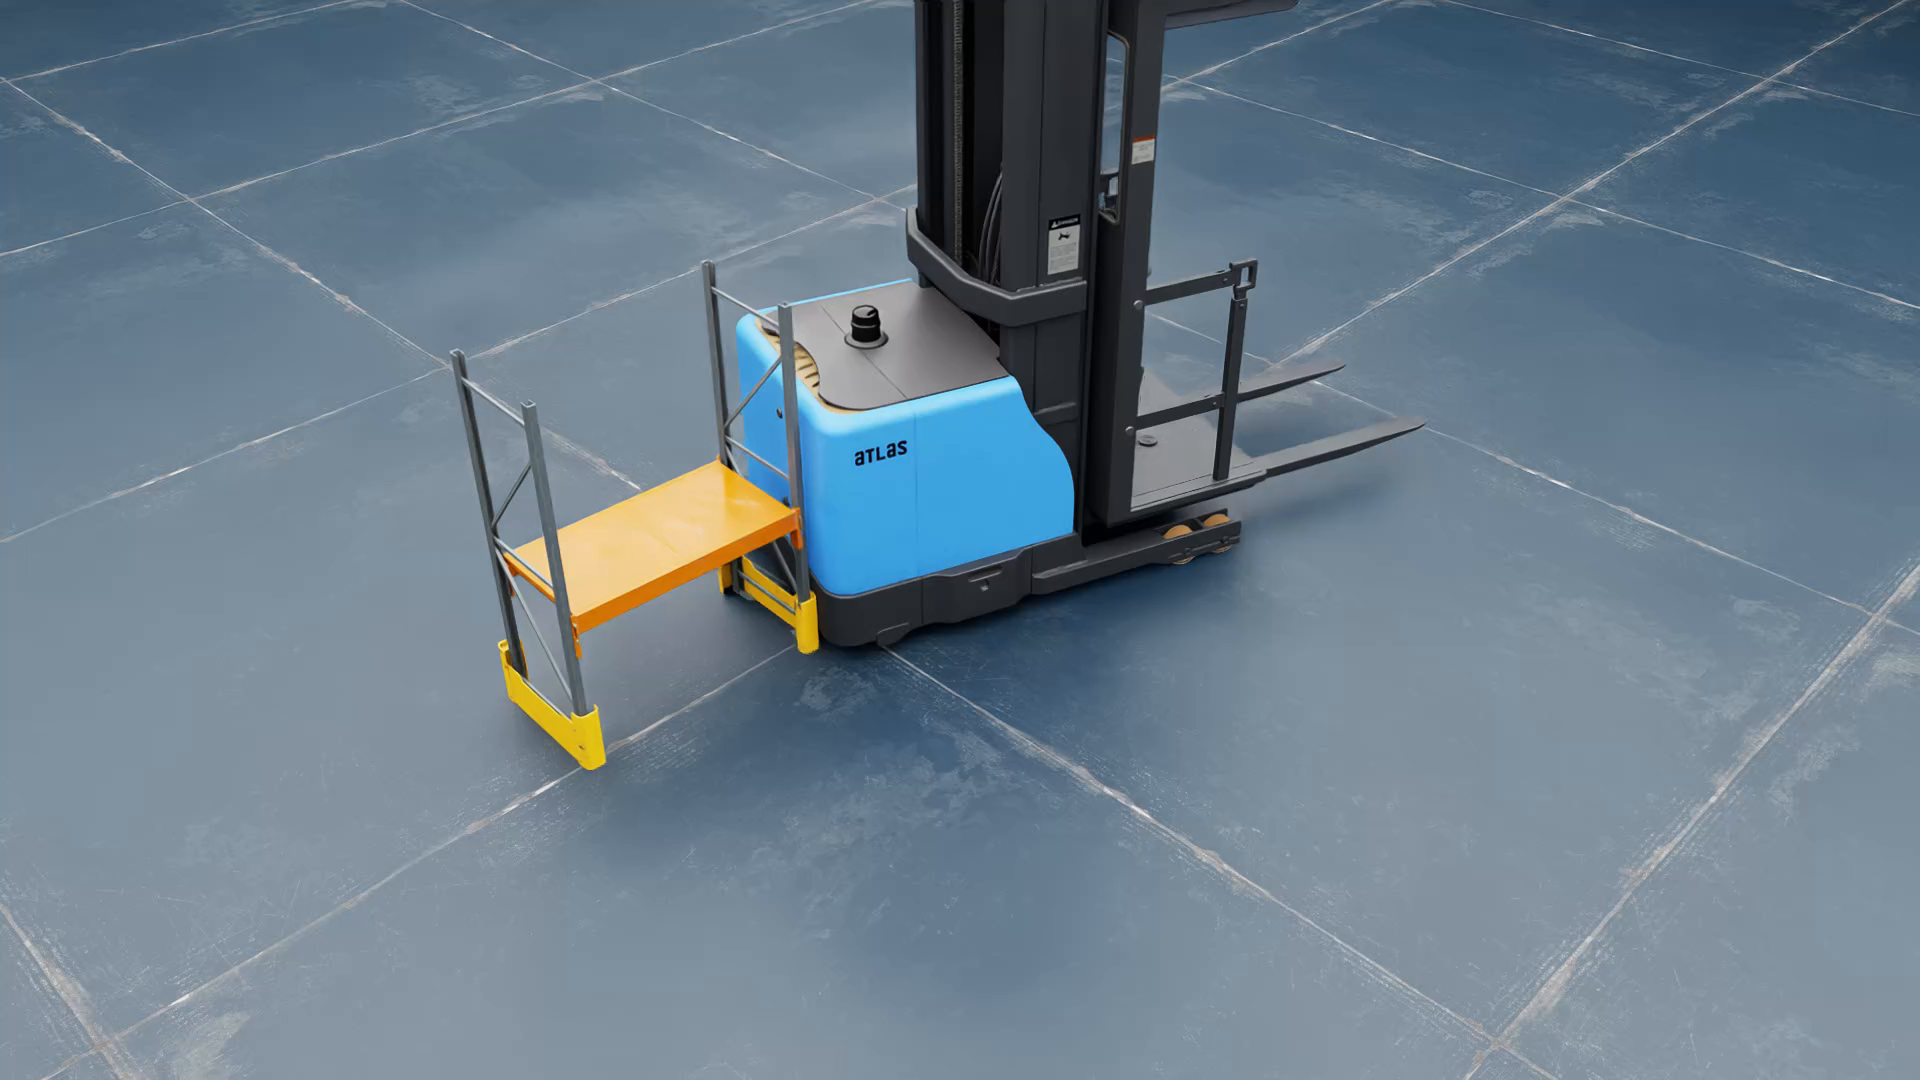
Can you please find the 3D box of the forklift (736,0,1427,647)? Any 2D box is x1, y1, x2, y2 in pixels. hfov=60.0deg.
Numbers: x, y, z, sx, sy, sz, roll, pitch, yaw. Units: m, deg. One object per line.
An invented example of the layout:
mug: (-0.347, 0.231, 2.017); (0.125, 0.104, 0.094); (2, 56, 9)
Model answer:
forklift: (0.641, -1.353, 6.627); (3.031, 2.935, 1.130); (-16, 38, -21)

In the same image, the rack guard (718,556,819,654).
rack guard: (-0.783, 0.215, 6.723); (0.087, 0.250, 0.587); (-28, 43, -34)

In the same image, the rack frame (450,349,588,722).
rack frame: (-1.517, 0.089, 5.811); (0.032, 1.500, 0.500); (-28, 43, -34)

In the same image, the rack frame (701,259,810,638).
rack frame: (-0.768, -0.305, 6.376); (0.032, 1.500, 0.500); (-28, 43, -34)

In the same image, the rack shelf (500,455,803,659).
rack shelf: (-1.143, 0.039, 6.197); (1.000, 0.185, 0.538); (-28, 43, -34)

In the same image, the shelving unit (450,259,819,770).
shelving unit: (-1.149, -0.105, 6.089); (1.083, 1.500, 0.587); (-28, 43, -34)

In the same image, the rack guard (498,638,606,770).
rack guard: (-1.516, 0.601, 6.170); (0.087, 0.250, 0.587); (-28, 43, -34)
